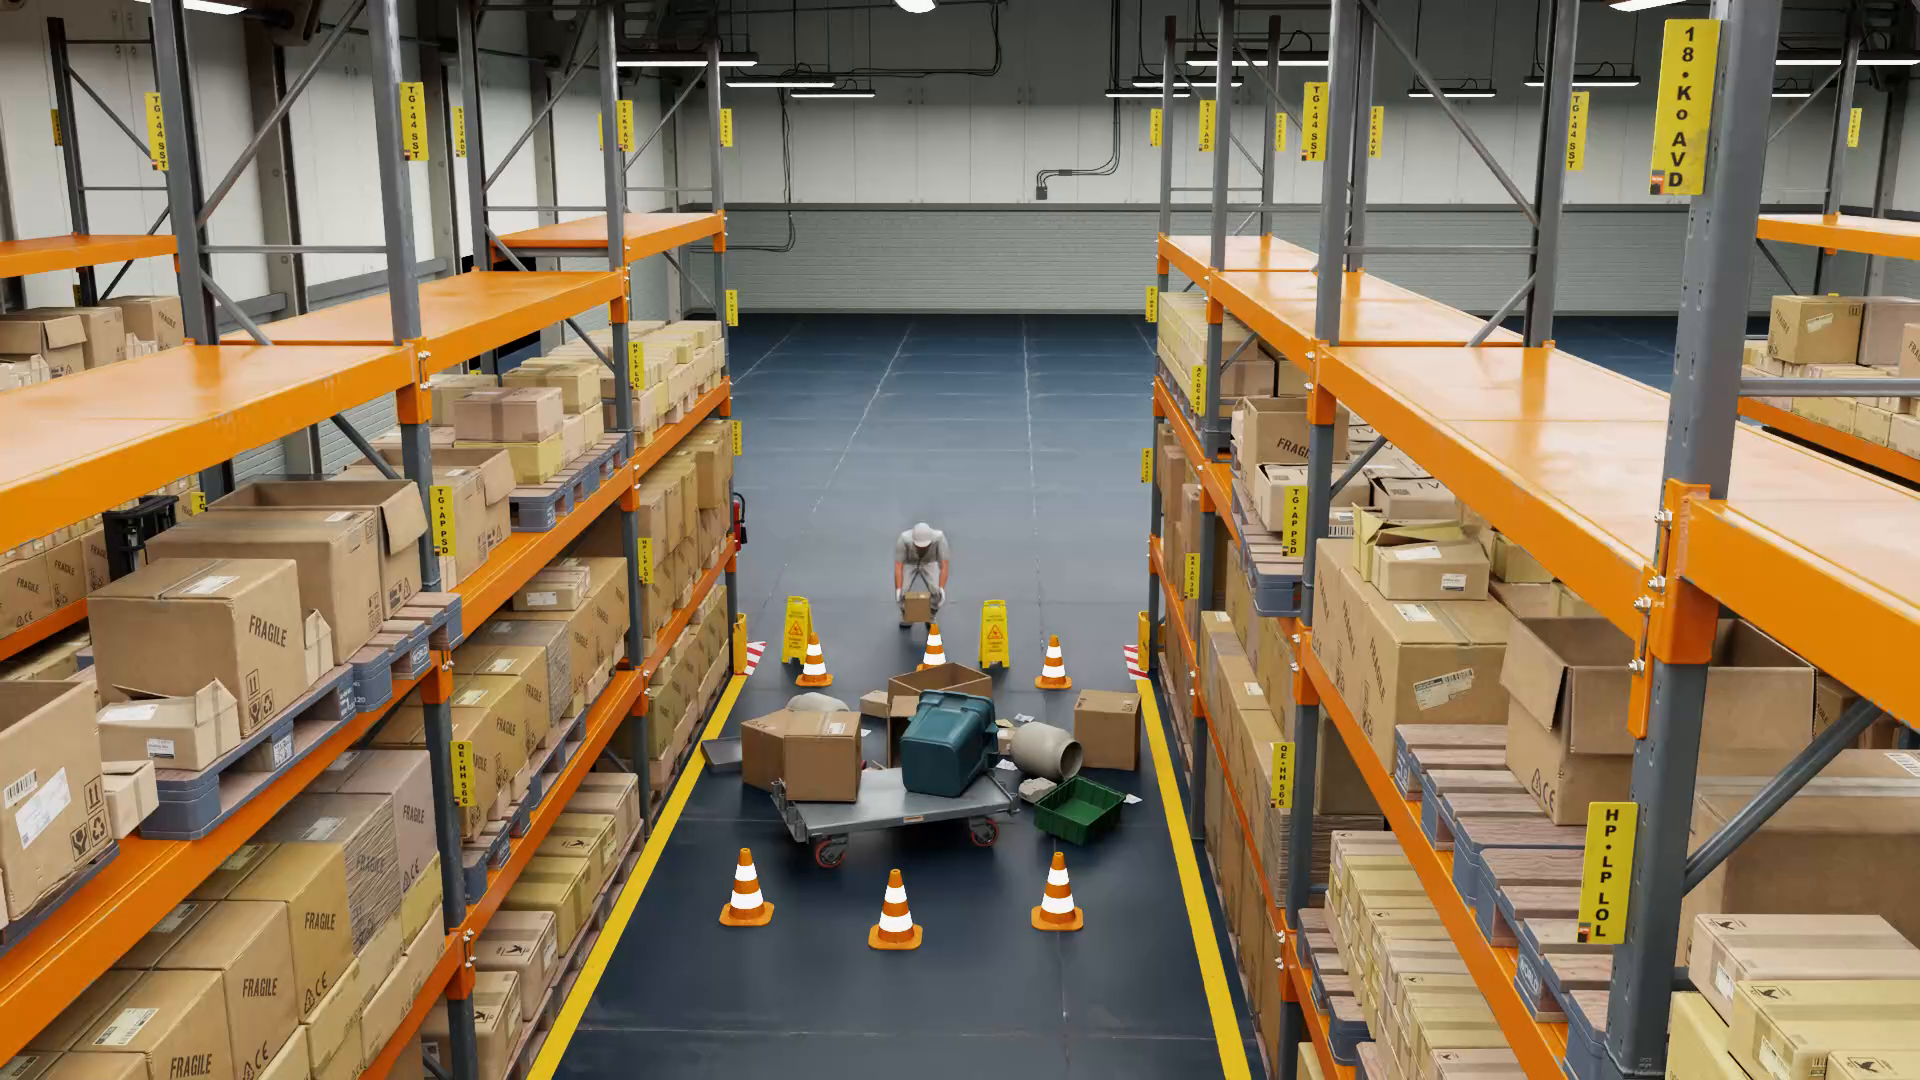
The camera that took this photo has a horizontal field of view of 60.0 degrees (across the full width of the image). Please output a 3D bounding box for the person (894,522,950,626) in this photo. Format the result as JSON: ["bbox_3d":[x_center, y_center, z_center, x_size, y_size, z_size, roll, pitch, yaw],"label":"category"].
[{"bbox_3d":[-0.391,0.329,17.208,0.586,1.186,0.845,0,14,1],"label":"person"}]
